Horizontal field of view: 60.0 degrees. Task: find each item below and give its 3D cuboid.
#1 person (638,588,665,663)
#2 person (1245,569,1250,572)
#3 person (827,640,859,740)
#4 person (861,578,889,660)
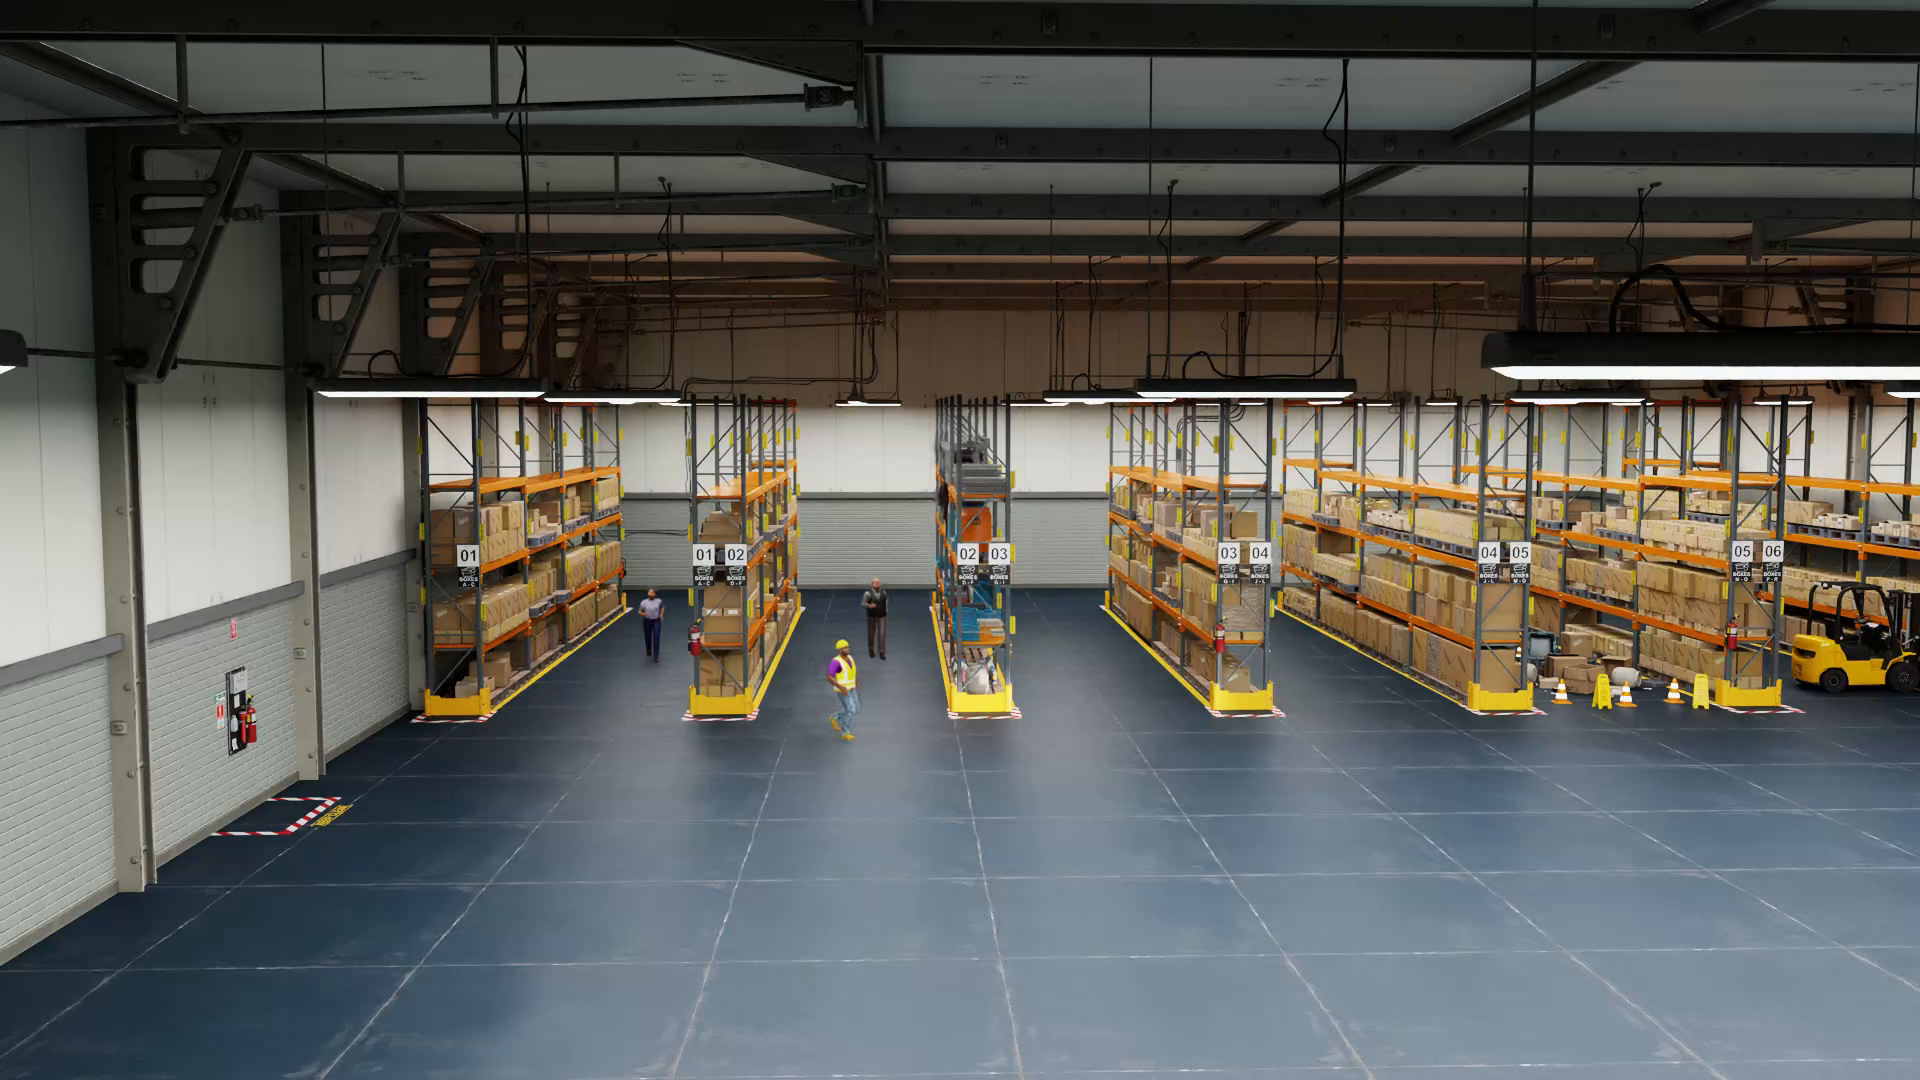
[{"bbox_3d":[-6.999,1.916,37.776,0.606,1.646,0.925,-1,5,-14],"label":"person"},{"bbox_3d":[8.025,1.162,47.817,0.706,1.644,0.653,-4,6,-42],"label":"person"},{"bbox_3d":[-2.051,2.593,28.899,0.561,1.732,0.693,2,5,28],"label":"person"},{"bbox_3d":[-1.817,1.715,36.134,0.657,1.765,0.882,-1,5,-15],"label":"person"}]
